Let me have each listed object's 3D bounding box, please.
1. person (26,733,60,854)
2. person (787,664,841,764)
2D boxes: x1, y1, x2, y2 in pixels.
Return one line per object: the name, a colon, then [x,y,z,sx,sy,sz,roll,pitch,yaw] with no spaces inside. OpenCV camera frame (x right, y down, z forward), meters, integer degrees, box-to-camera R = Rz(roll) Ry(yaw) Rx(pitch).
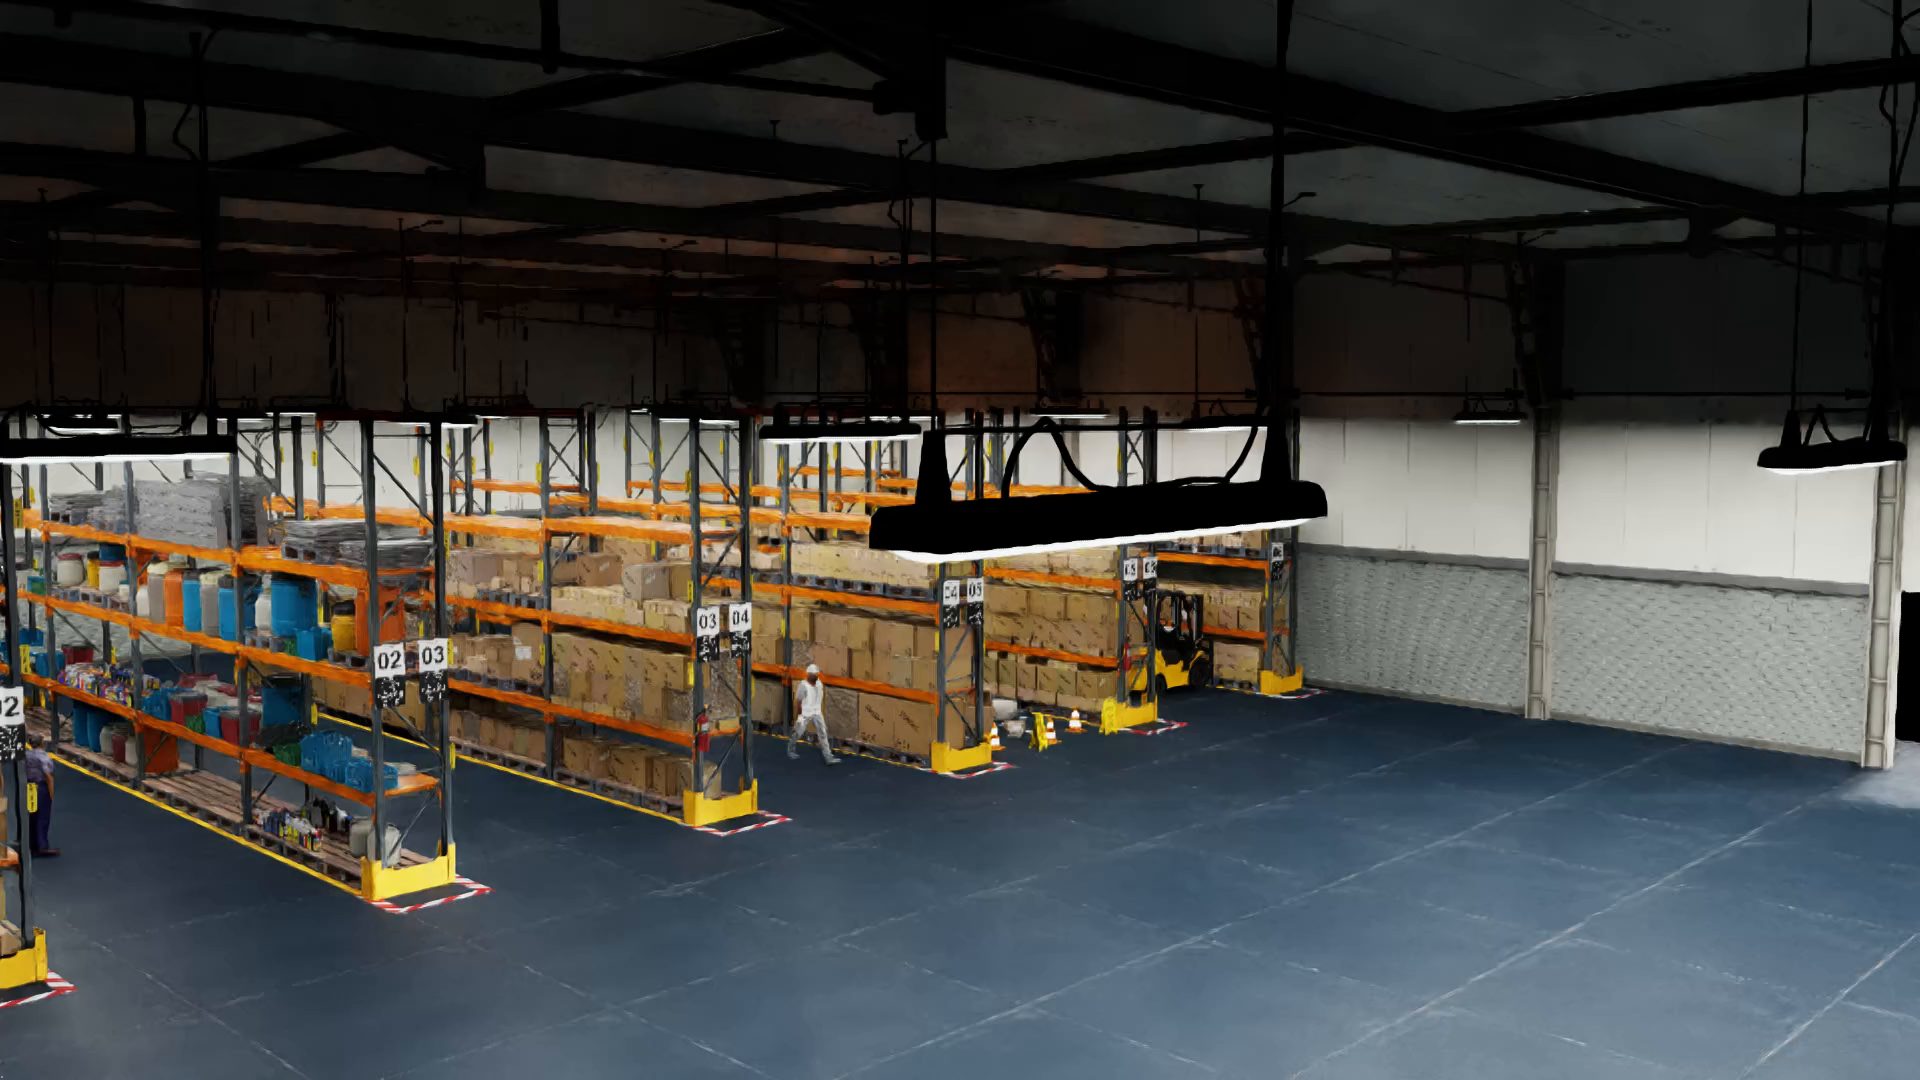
person: [-12.667,3.469,22.900,0.578,1.657,0.445,2,5,17]
person: [-2.542,2.953,28.390,0.566,1.706,1.122,-5,7,-44]
